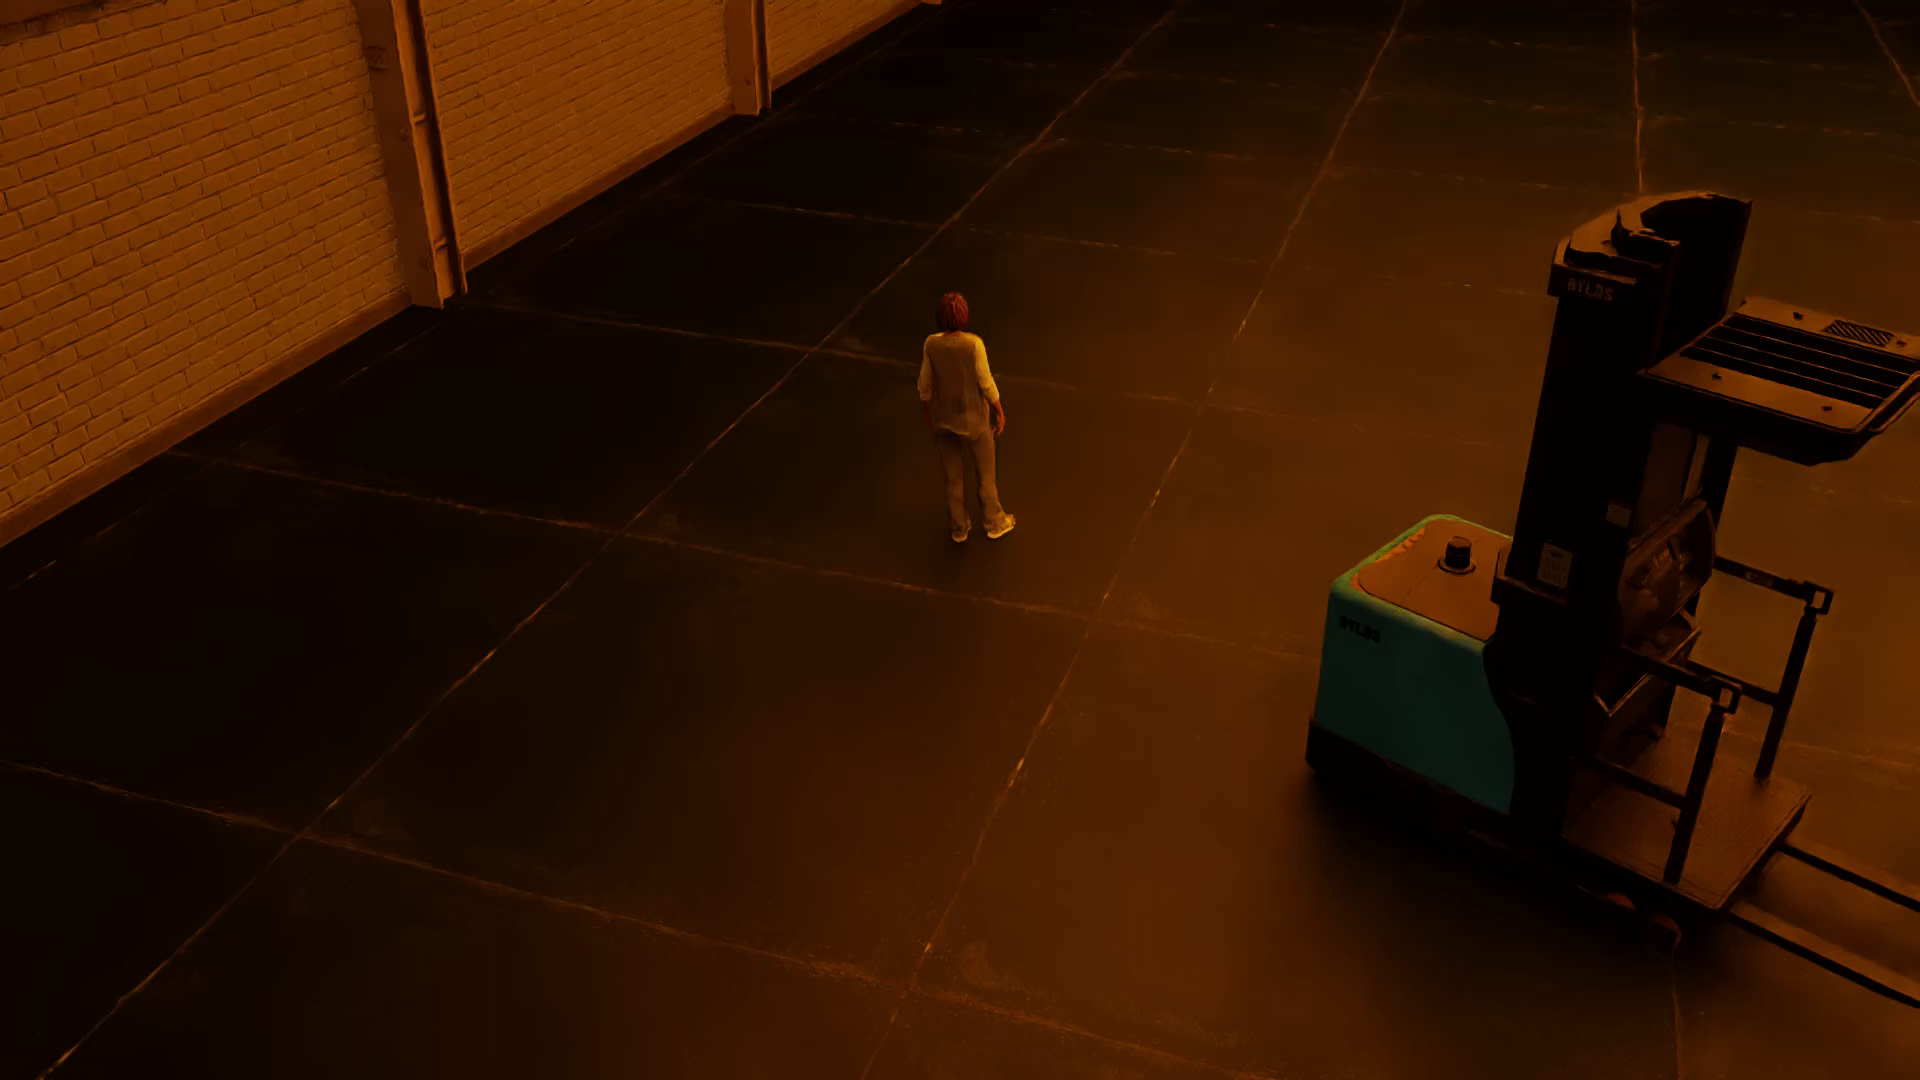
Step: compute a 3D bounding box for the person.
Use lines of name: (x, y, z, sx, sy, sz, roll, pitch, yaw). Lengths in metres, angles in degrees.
person: (0.037, -0.732, 9.754, 0.521, 1.597, 0.474, 10, 31, 16)

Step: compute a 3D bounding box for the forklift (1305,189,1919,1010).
forklift: (3.096, 0.182, 6.817, 3.031, 2.935, 1.130, 25, 38, 37)
